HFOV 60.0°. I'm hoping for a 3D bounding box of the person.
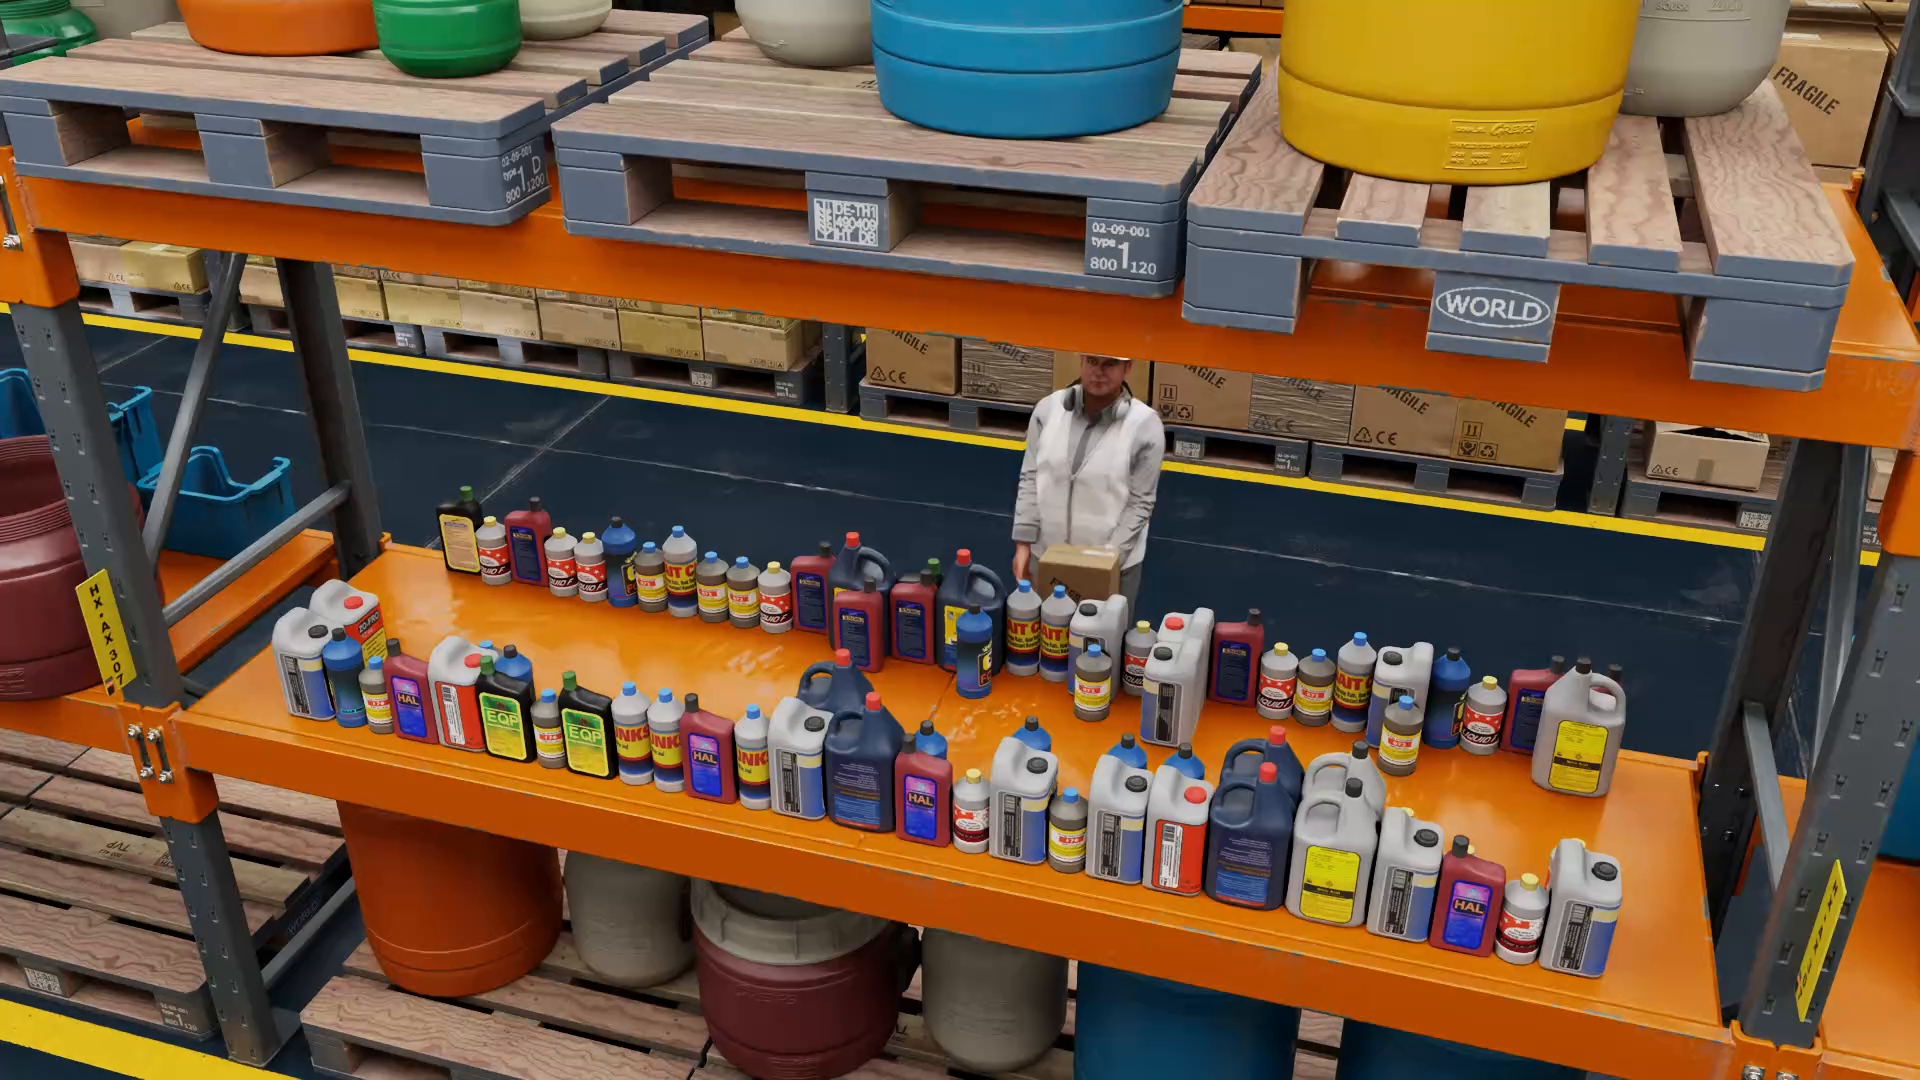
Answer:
[{"bbox_3d":[0.431,0.076,5.957,0.514,1.776,0.533,12,31,21],"label":"person"}]
